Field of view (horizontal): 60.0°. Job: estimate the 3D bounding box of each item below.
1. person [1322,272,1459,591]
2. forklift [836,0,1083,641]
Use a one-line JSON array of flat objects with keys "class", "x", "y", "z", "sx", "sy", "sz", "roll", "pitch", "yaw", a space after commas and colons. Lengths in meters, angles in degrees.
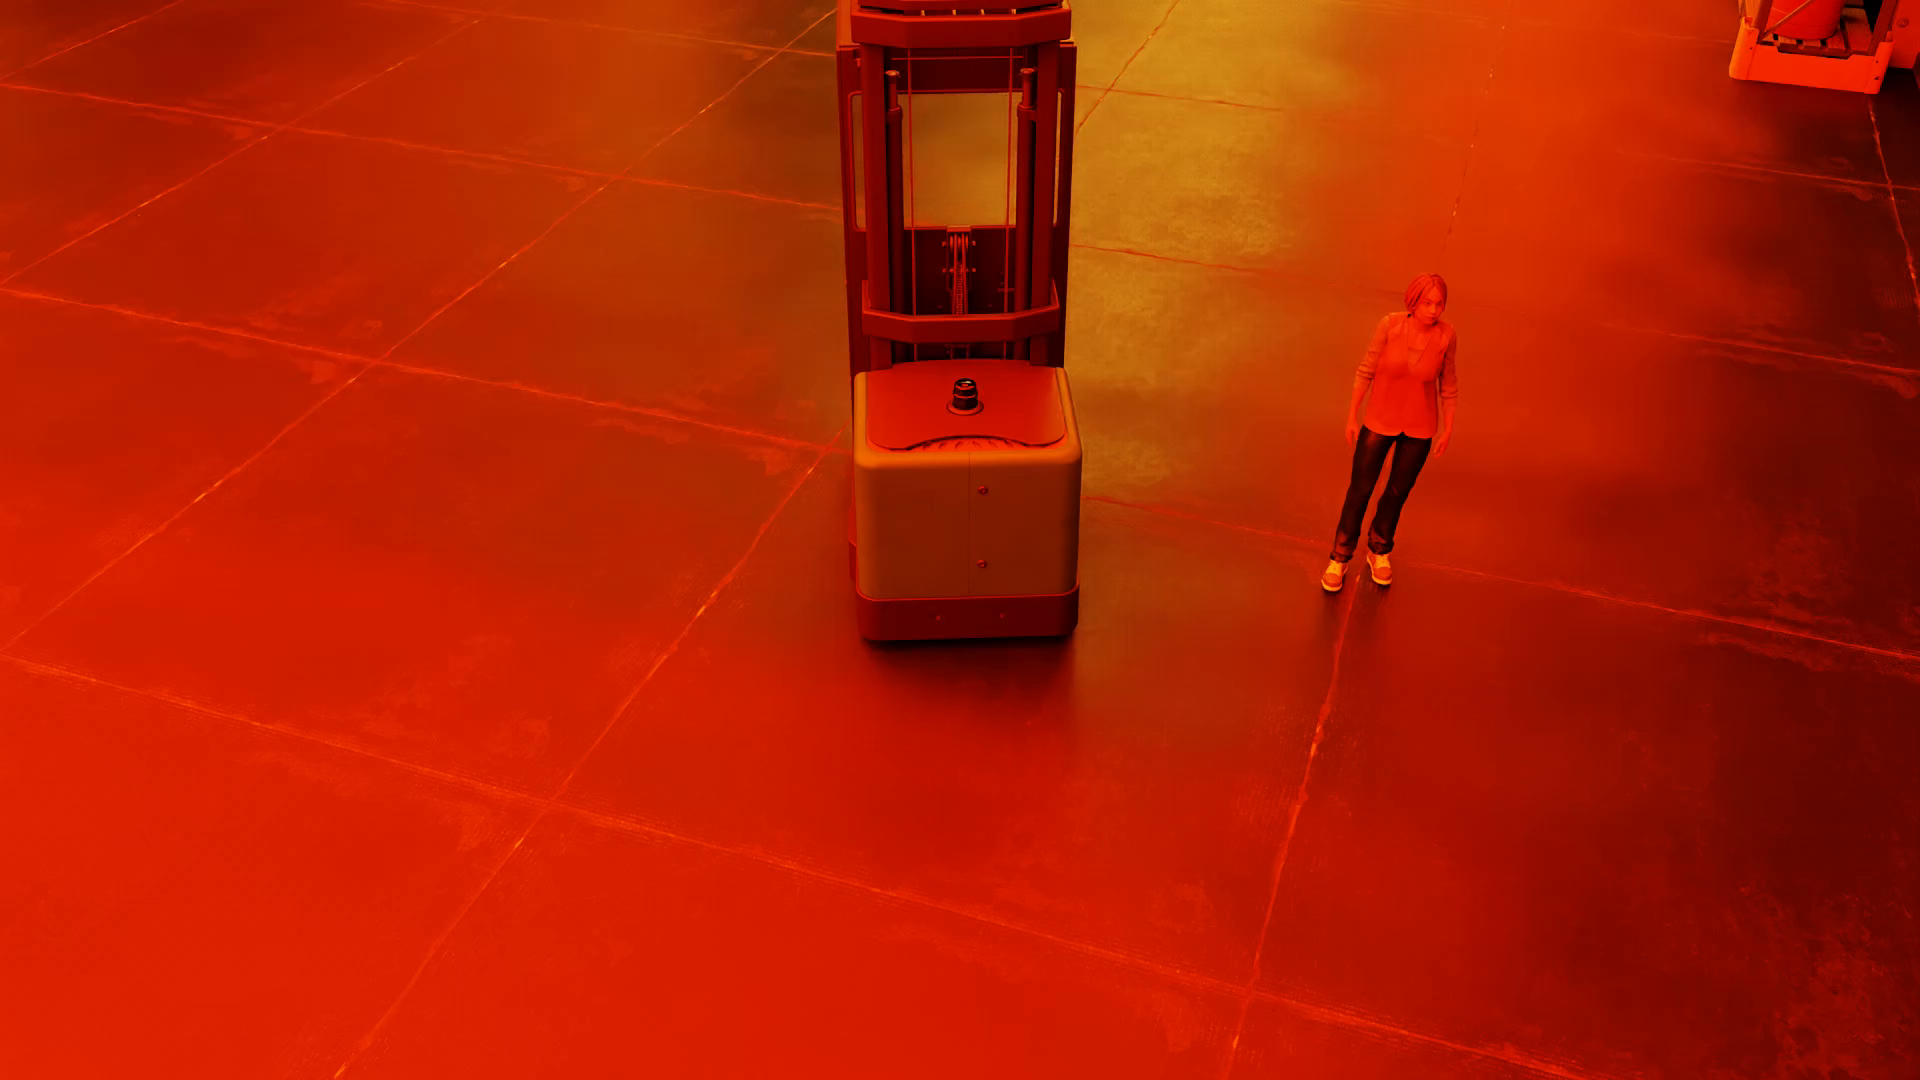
[{"class": "person", "x": 2.090, "y": -0.494, "z": 7.948, "sx": 0.520, "sy": 1.600, "sz": 0.473, "roll": 5, "pitch": 36, "yaw": 8}, {"class": "forklift", "x": -0.029, "y": -1.547, "z": 8.293, "sx": 1.130, "sy": 2.935, "sz": 3.031, "roll": -2, "pitch": 35, "yaw": -2}]
